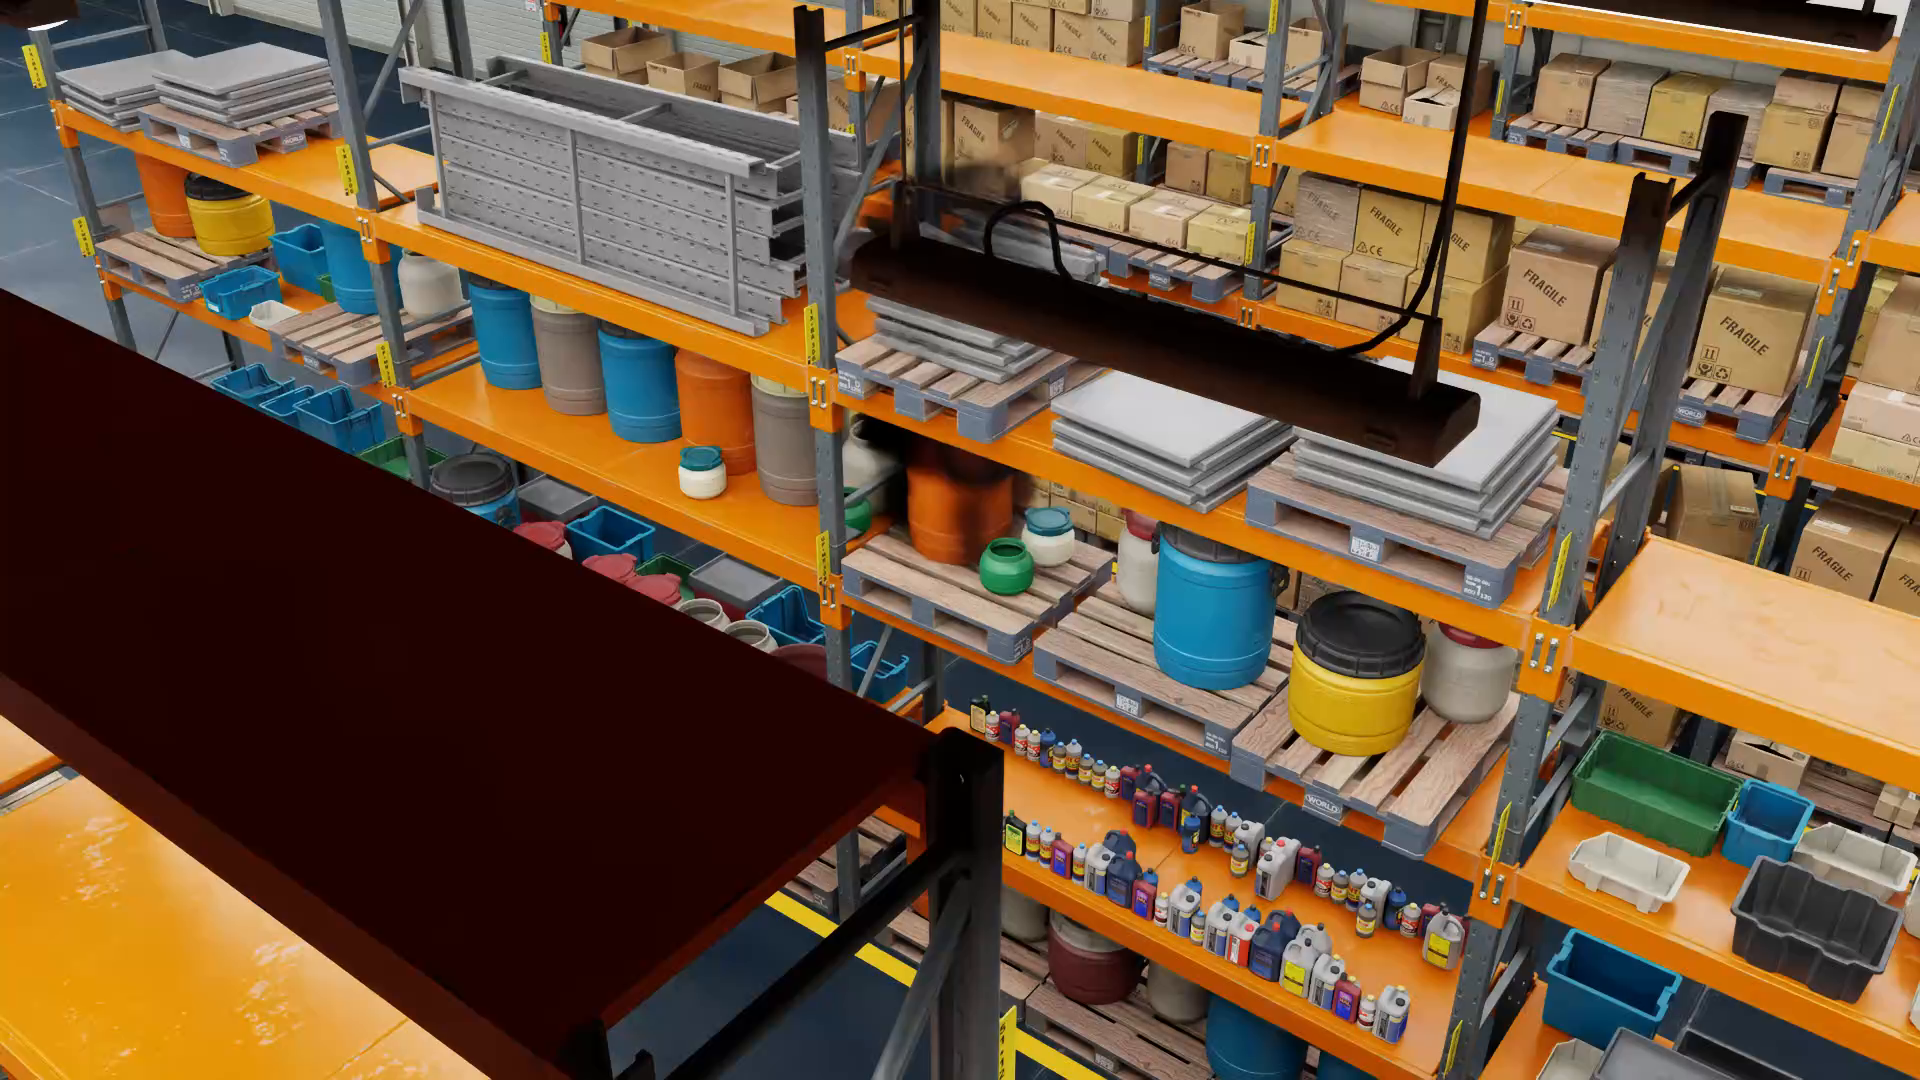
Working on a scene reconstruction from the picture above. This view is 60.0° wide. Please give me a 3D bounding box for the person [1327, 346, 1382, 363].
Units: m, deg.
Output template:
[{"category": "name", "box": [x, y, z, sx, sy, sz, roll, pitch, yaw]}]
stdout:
[{"category": "person", "box": [4.043, -1.739, 16.681, 0.805, 1.640, 0.630, -5, 32, -7]}]
